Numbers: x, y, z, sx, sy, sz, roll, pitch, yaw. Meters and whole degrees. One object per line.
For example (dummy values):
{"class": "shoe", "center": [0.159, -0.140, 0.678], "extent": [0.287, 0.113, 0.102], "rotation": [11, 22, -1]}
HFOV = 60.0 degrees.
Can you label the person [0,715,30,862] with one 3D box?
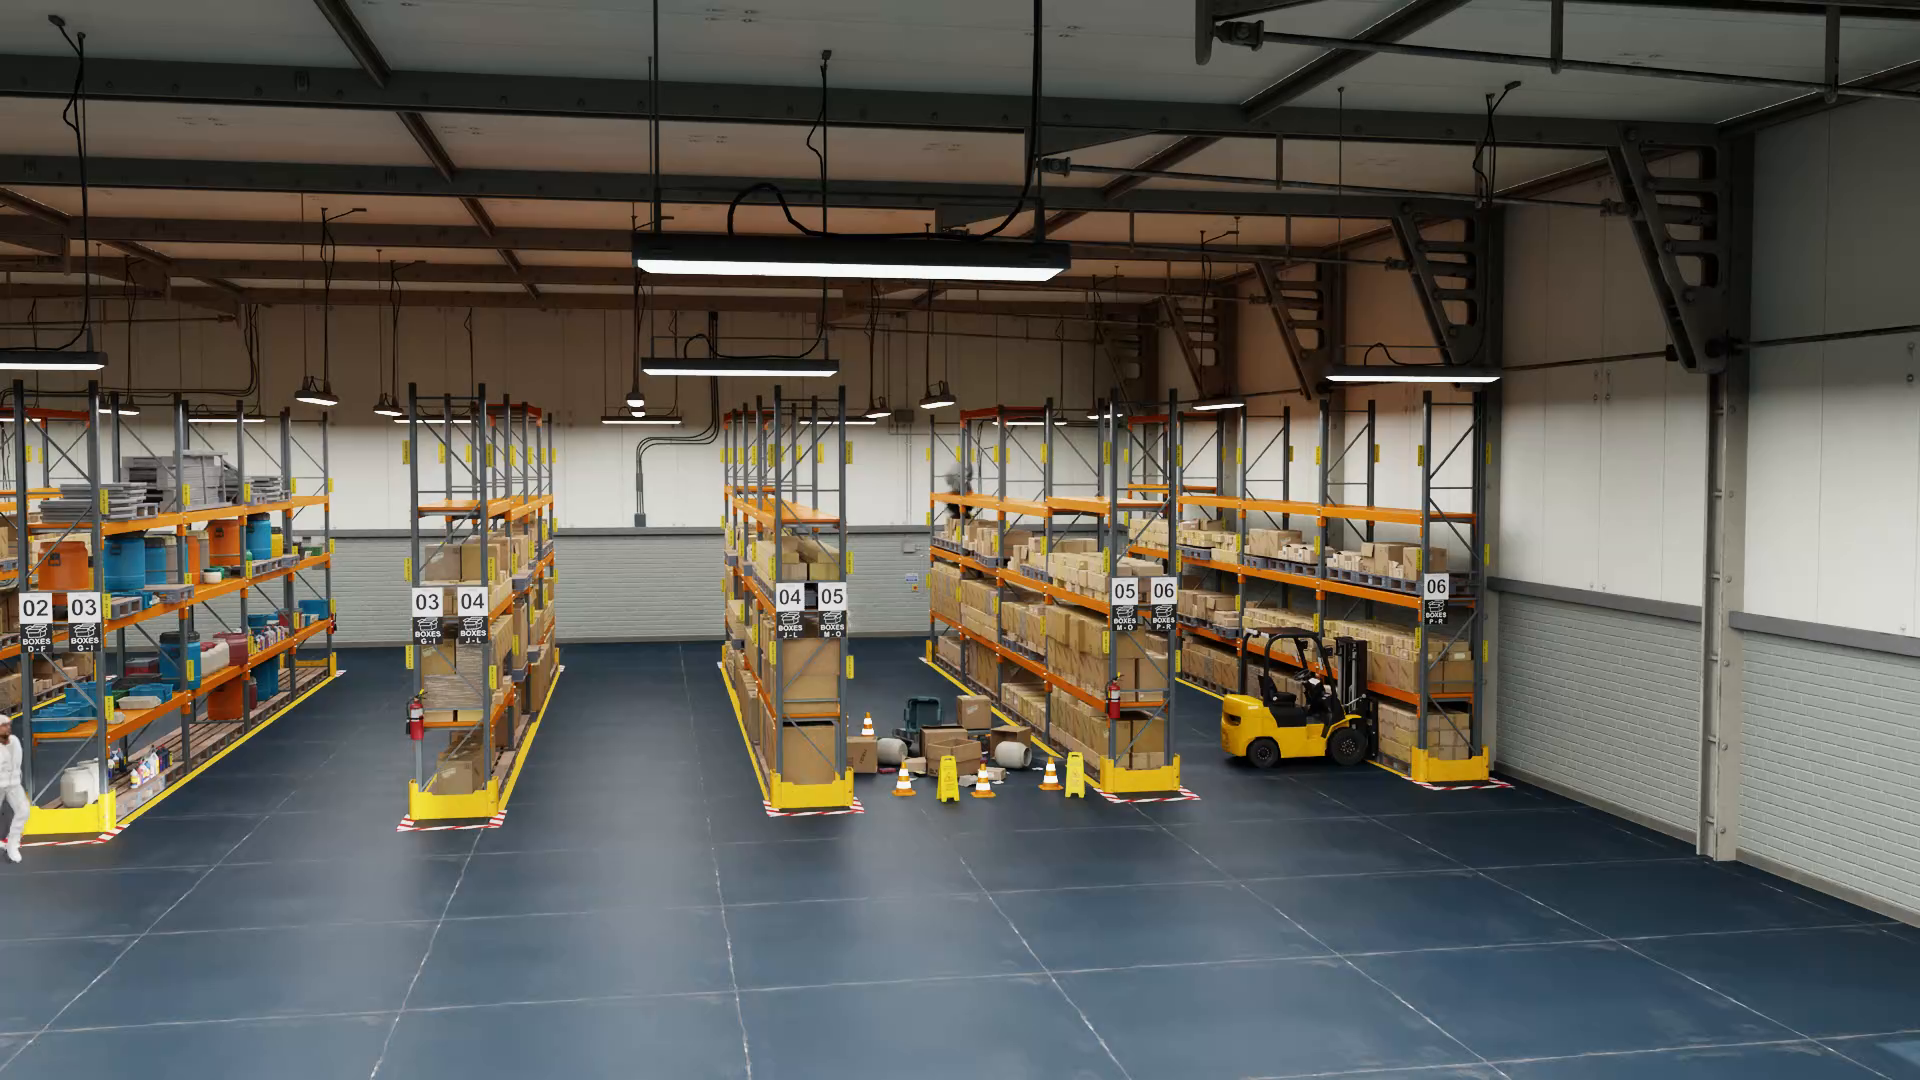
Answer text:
{"class": "person", "center": [-11.823, 3.068, 20.552], "extent": [0.707, 1.814, 0.676], "rotation": [1, 3, 27]}
